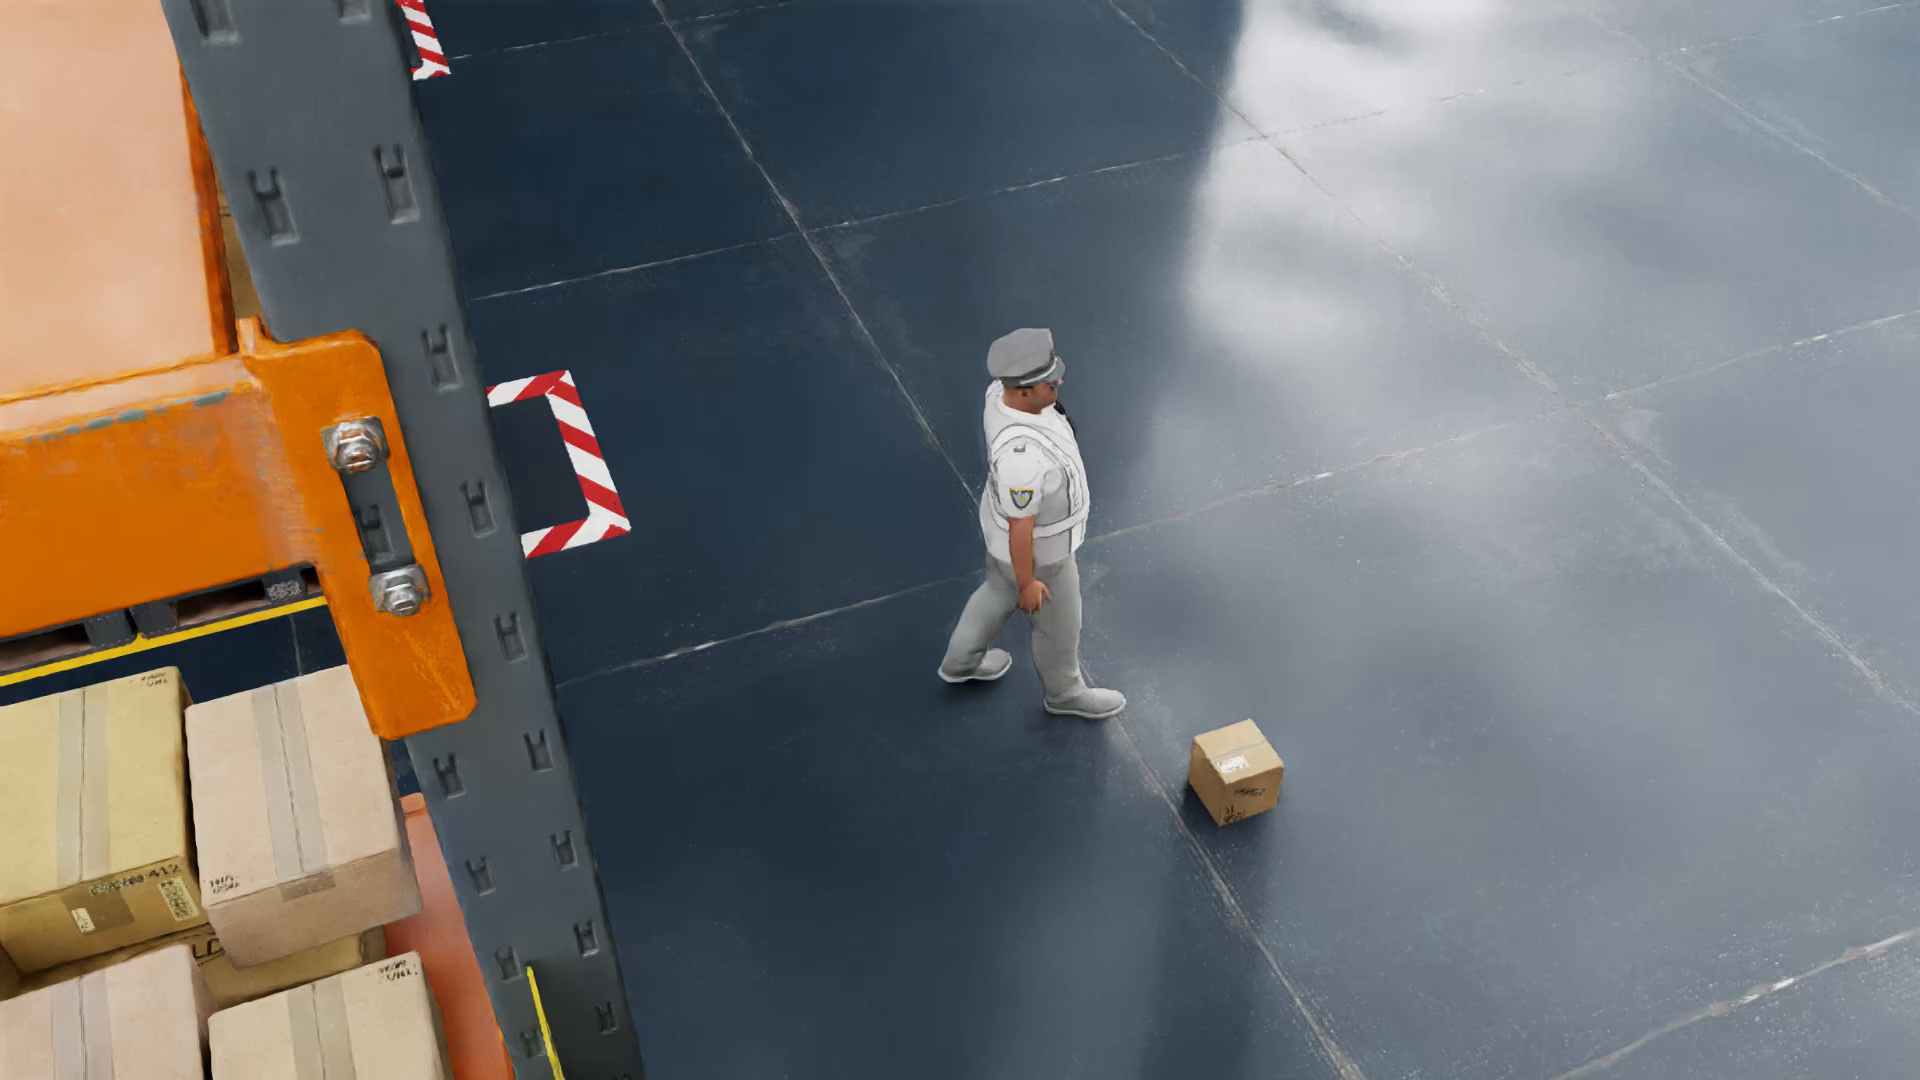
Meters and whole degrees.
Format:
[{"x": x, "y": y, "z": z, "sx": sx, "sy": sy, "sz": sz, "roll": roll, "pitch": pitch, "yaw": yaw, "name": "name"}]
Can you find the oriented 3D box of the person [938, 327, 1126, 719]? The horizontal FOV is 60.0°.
[{"x": 0.286, "y": -0.040, "z": 6.178, "sx": 0.735, "sy": 1.757, "sz": 0.570, "roll": -5, "pitch": 42, "yaw": -6, "name": "person"}]
